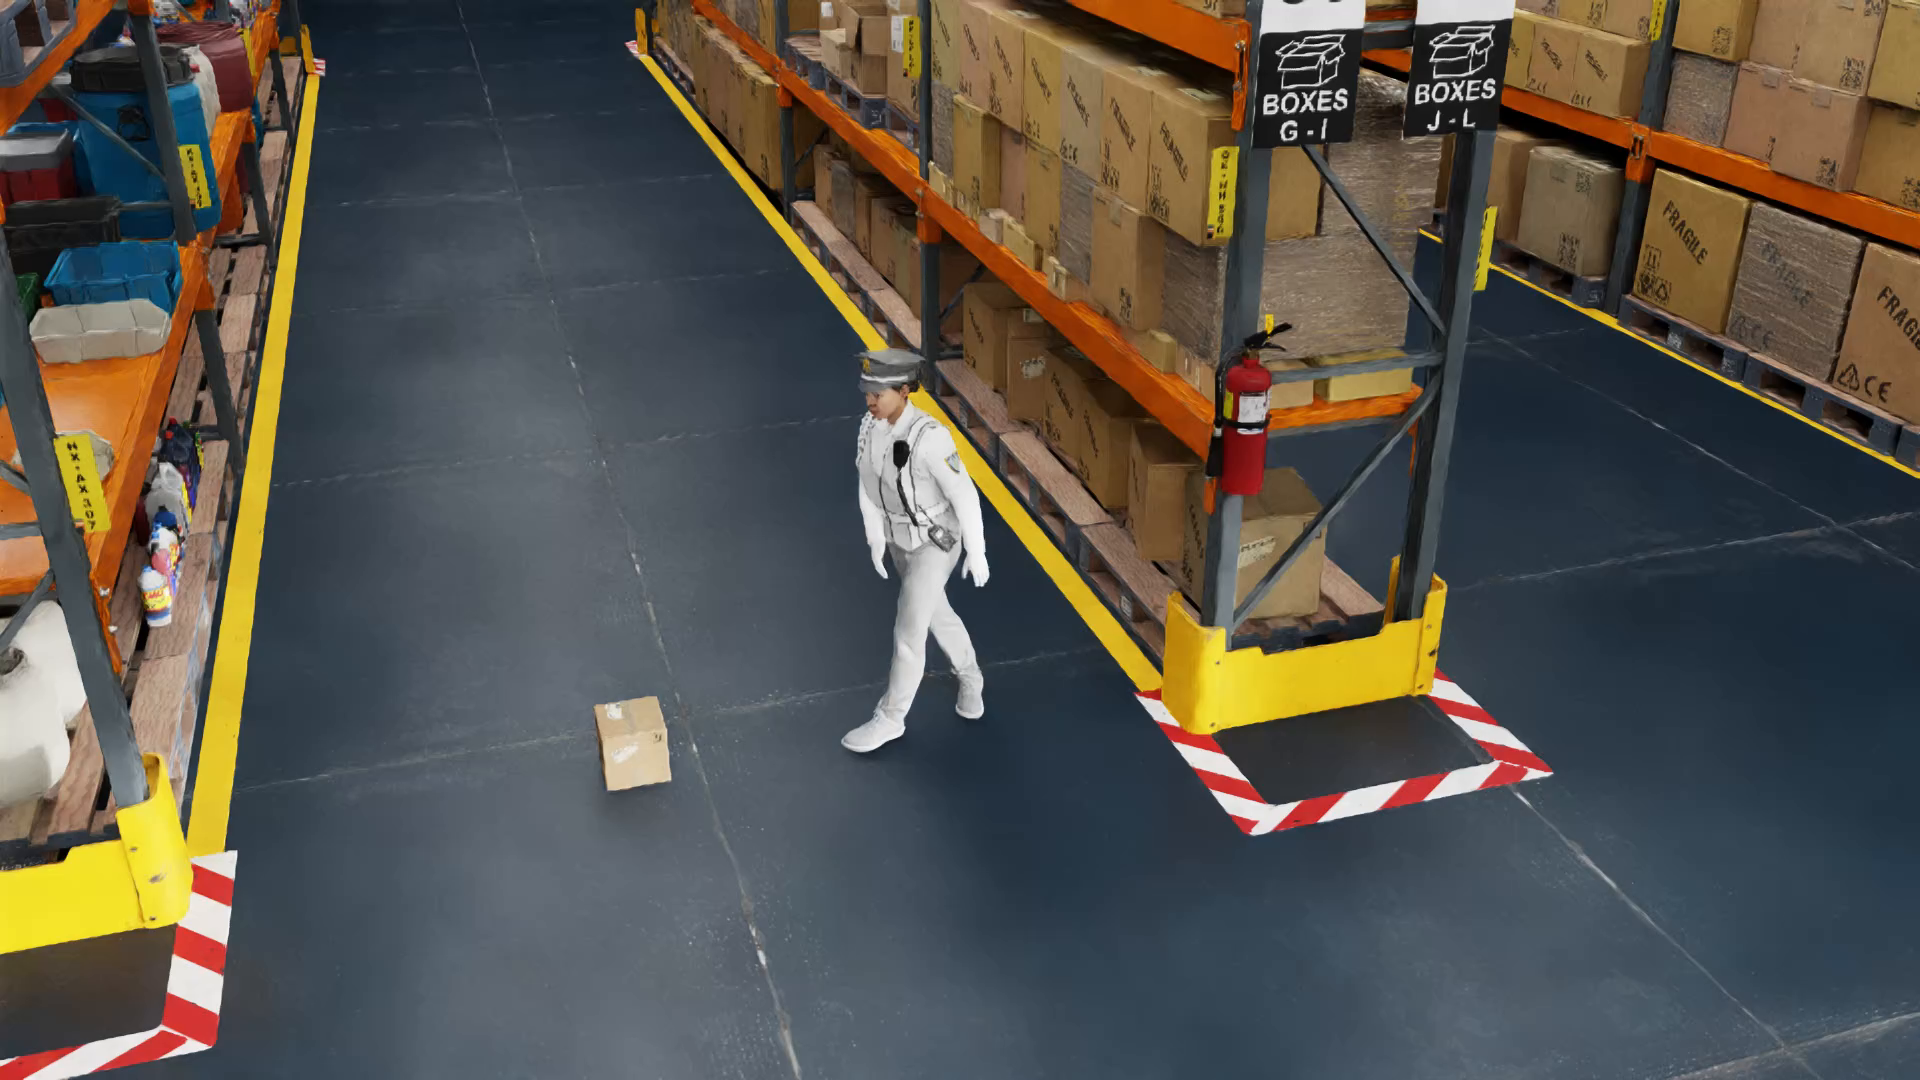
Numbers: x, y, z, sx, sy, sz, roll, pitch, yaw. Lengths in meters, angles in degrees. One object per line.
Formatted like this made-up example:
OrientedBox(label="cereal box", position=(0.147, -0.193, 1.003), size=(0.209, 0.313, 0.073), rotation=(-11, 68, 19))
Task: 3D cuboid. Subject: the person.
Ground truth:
OrientedBox(label="person", position=(-0.166, 0.029, 6.539), size=(0.744, 1.628, 0.523), rotation=(-20, 33, -34))
